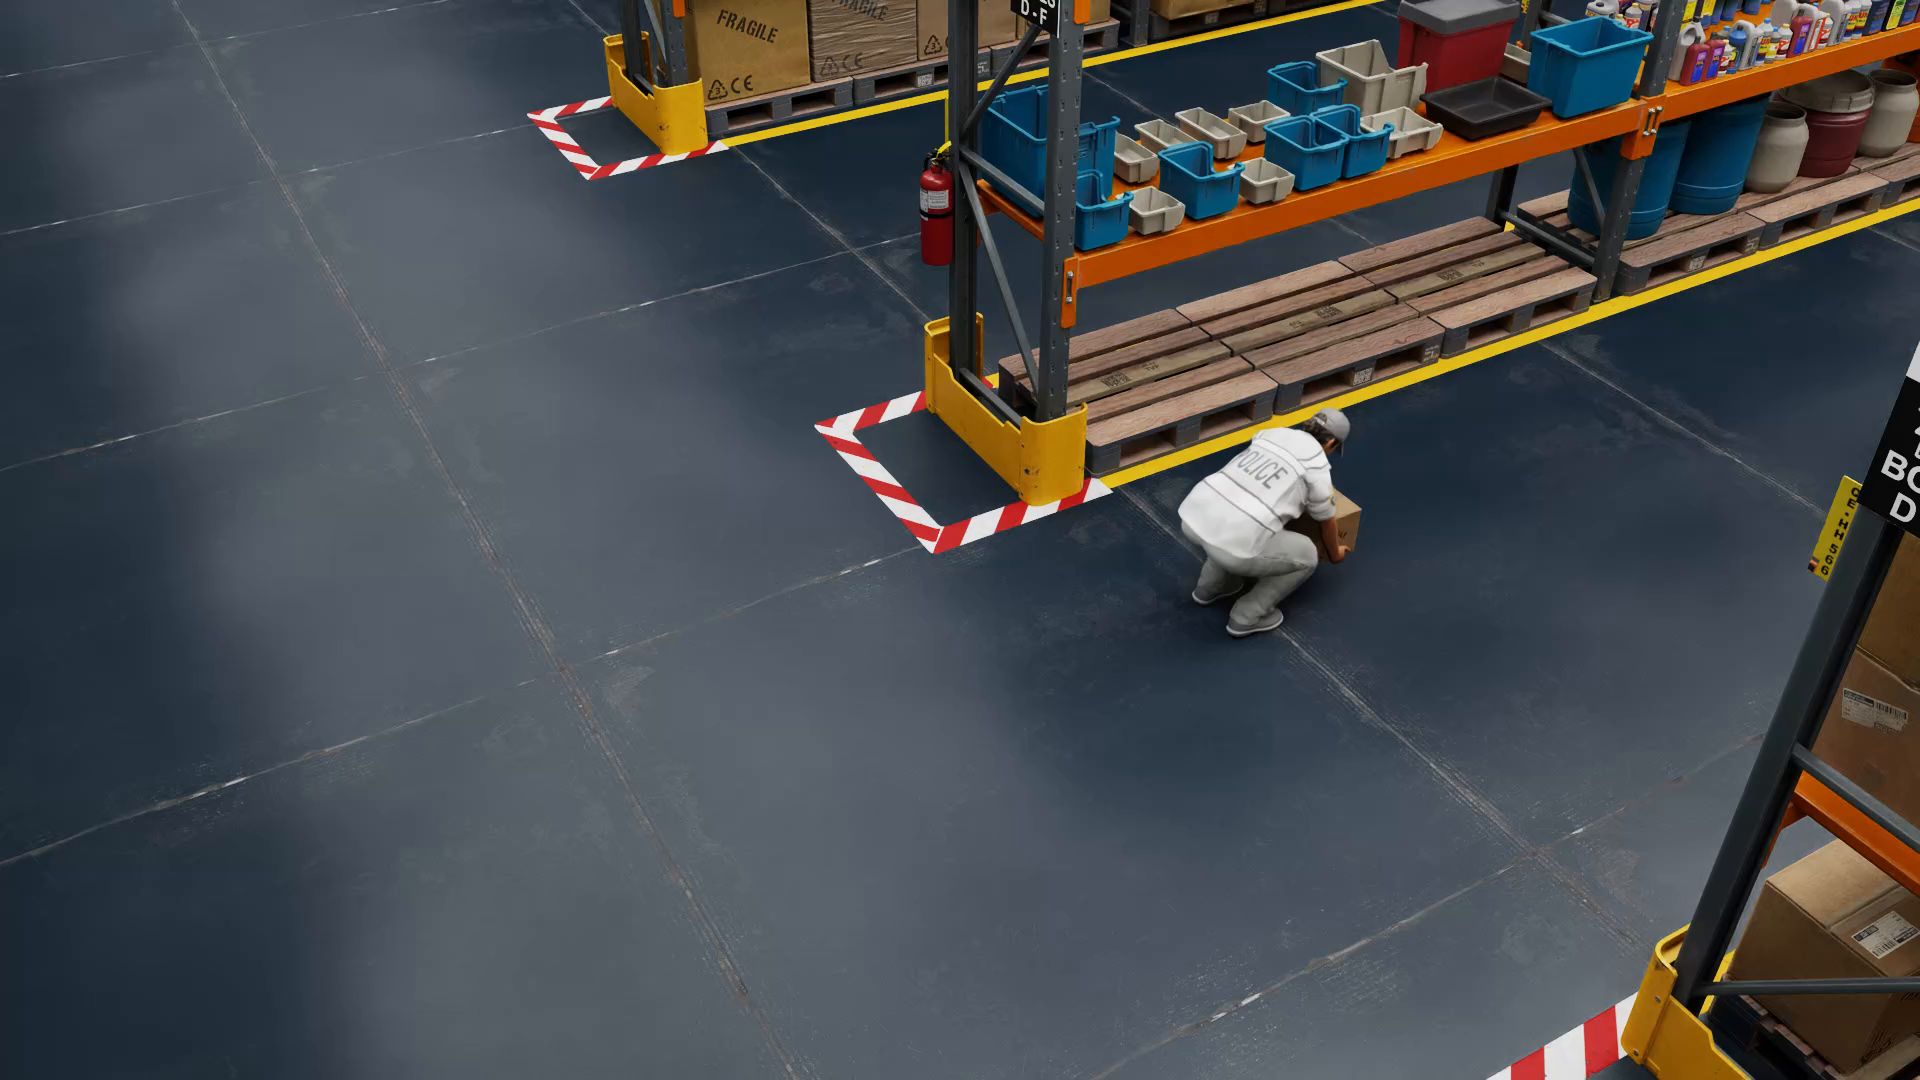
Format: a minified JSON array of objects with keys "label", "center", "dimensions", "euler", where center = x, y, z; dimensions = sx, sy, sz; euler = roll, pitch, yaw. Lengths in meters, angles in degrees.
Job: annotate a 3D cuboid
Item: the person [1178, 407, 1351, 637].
[{"label":"person","center":[1.409,-0.083,7.639],"dimensions":[0.883,0.948,0.513],"euler":[-20,42,-25]}]
